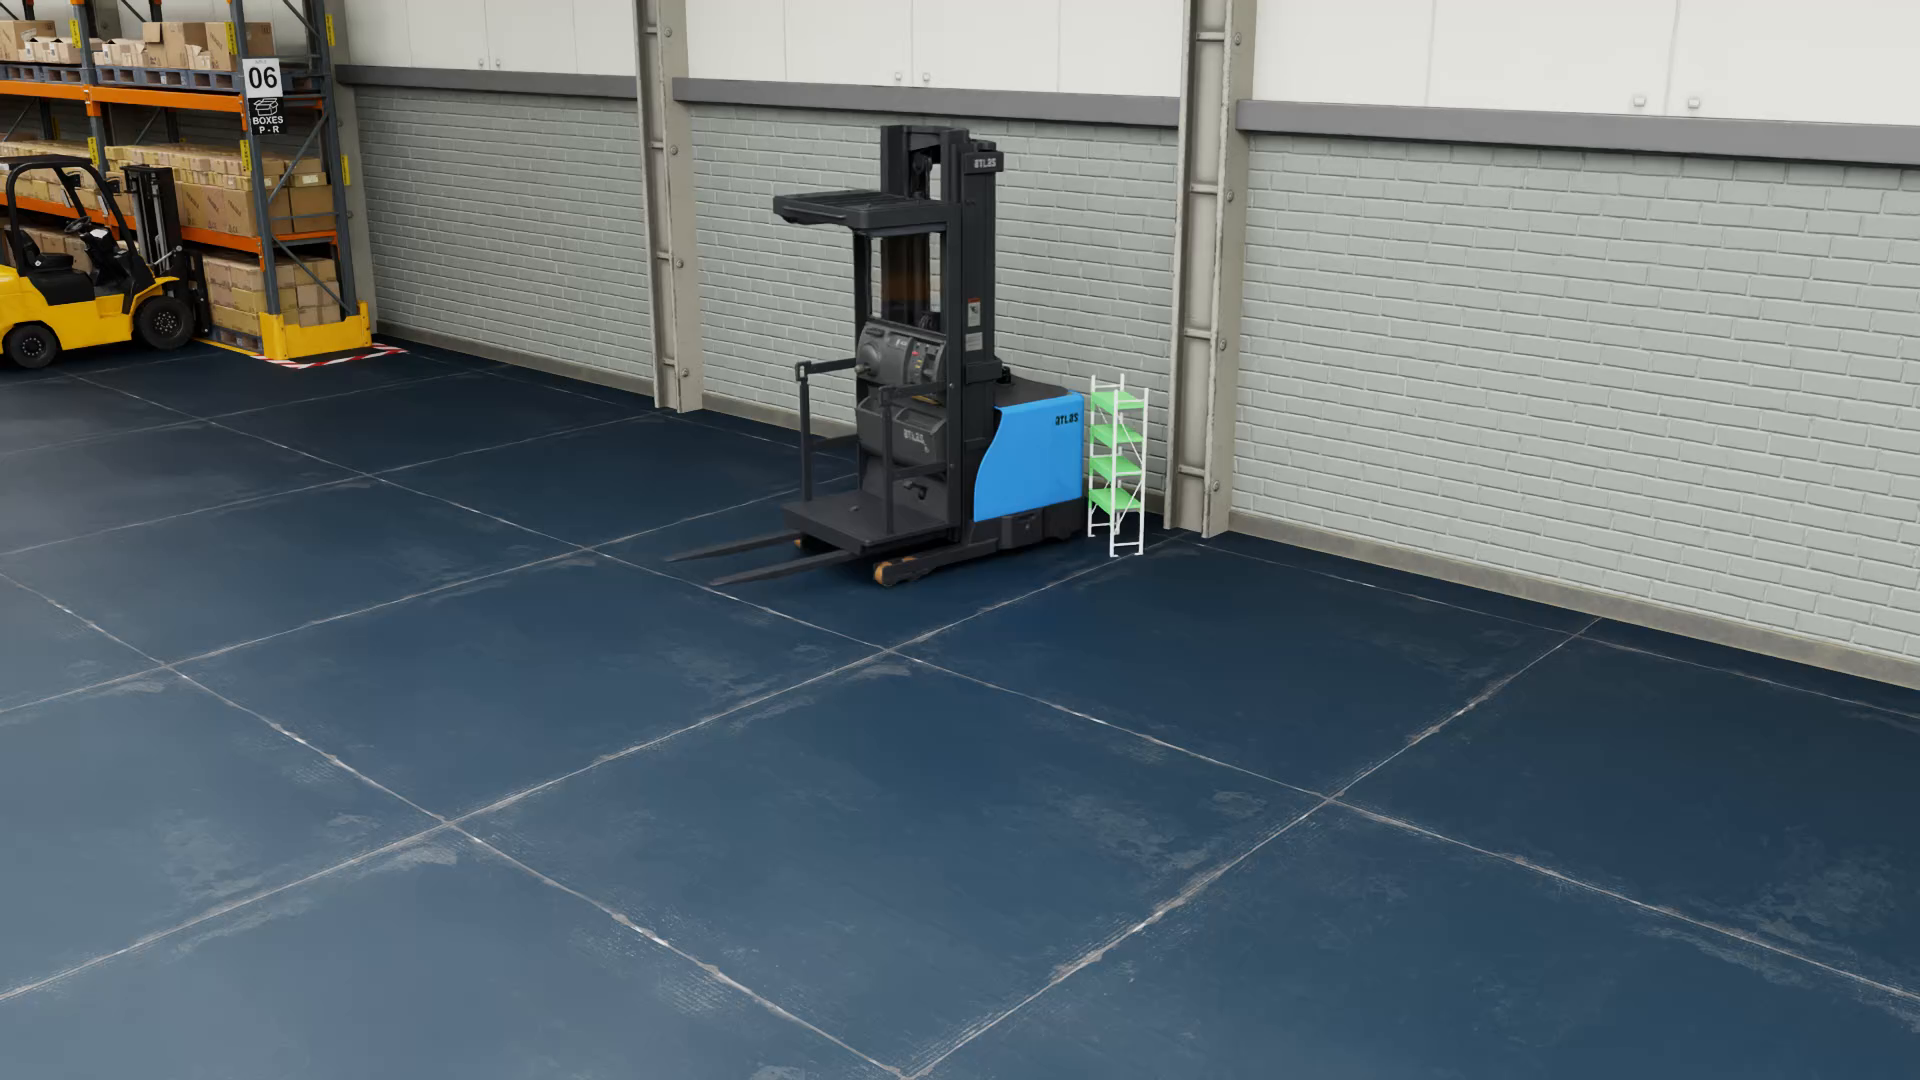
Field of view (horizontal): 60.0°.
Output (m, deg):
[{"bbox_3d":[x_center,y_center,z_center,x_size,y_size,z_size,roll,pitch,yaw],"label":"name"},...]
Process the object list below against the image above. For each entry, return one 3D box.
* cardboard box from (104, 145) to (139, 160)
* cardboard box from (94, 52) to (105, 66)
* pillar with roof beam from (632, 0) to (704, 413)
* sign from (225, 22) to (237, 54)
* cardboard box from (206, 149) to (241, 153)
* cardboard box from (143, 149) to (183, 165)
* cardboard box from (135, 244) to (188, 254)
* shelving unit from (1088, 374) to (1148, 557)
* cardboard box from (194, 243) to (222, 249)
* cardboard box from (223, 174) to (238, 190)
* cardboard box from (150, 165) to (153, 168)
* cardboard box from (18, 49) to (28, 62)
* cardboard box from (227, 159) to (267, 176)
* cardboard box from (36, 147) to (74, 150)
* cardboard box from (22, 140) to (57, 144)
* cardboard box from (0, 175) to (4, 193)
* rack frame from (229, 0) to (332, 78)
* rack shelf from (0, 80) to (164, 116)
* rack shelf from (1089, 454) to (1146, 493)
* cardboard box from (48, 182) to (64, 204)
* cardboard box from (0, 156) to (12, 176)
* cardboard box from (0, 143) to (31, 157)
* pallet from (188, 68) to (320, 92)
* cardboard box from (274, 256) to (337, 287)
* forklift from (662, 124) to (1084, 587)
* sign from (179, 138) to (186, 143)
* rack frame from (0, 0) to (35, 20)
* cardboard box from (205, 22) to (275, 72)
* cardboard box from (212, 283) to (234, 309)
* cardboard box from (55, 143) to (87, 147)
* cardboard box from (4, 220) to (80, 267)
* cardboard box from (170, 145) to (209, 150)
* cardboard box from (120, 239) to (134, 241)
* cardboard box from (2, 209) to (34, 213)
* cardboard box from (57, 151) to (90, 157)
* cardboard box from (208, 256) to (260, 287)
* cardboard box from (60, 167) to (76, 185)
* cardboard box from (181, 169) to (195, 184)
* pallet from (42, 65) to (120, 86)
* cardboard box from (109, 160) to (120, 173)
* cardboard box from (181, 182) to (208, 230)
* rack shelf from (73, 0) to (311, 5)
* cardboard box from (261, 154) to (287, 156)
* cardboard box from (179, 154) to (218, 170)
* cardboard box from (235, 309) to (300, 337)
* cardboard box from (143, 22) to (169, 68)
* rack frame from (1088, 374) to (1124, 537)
[{"bbox_3d":[-10.241,-4.752,20.398,0.250,0.149,0.380,16,23,40],"label":"cardboard box"},{"bbox_3d":[-10.148,-5.784,19.974,0.250,0.149,0.380,16,23,40],"label":"cardboard box"},{"bbox_3d":[-5.583,-4.606,11.749,0.400,9.000,9.100,15,23,39],"label":"pillar with roof beam"},{"bbox_3d":[-7.661,-5.276,17.485,0.005,0.325,0.100,15,23,39],"label":"sign"},{"bbox_3d":[-8.738,-4.565,19.808,0.250,0.149,0.380,16,24,41],"label":"cardboard box"},{"bbox_3d":[-9.452,-4.550,19.760,0.250,0.149,0.380,15,23,38],"label":"cardboard box"},{"bbox_3d":[-9.753,-3.478,20.310,0.500,0.250,0.500,15,23,39],"label":"cardboard box"},{"bbox_3d":[1.116,-0.536,11.817,0.258,1.200,0.503,-4,18,-14],"label":"shelving unit"},{"bbox_3d":[-9.028,-3.493,20.357,0.500,0.250,0.500,15,23,40],"label":"cardboard box"},{"bbox_3d":[-7.947,-3.989,18.485,0.250,0.149,0.380,16,23,40],"label":"cardboard box"},{"bbox_3d":[-9.480,-4.401,19.783,0.250,0.149,0.380,15,23,39],"label":"cardboard box"},{"bbox_3d":[-11.883,-6.249,21.442,0.250,0.149,0.380,15,23,39],"label":"cardboard box"},{"bbox_3d":[-7.904,-4.147,18.490,0.250,0.149,0.380,15,23,39],"label":"cardboard box"},{"bbox_3d":[-12.000,-5.127,22.070,0.250,0.149,0.380,15,23,39],"label":"cardboard box"},{"bbox_3d":[-12.897,-5.525,23.325,0.250,0.149,0.380,16,24,41],"label":"cardboard box"},{"bbox_3d":[-13.105,-4.972,23.067,0.500,0.250,0.500,15,23,39],"label":"cardboard box"},{"bbox_3d":[-7.291,-6.441,17.531,0.127,3.000,1.000,15,23,39],"label":"rack frame"},{"bbox_3d":[-11.778,-5.873,21.889,4.000,0.370,1.077,15,23,39],"label":"rack shelf"},{"bbox_3d":[1.116,-0.475,11.836,0.258,0.148,0.480,-4,18,-14],"label":"rack shelf"},{"bbox_3d":[-11.564,-4.562,21.774,0.500,0.250,0.500,15,23,40],"label":"cardboard box"},{"bbox_3d":[-12.731,-5.109,22.674,0.500,0.250,0.500,16,24,41],"label":"cardboard box"},{"bbox_3d":[-12.822,-5.315,22.662,0.250,0.149,0.380,16,24,41],"label":"cardboard box"},{"bbox_3d":[-7.802,-5.117,18.464,1.213,0.211,1.003,15,23,39],"label":"pallet"},{"bbox_3d":[-7.525,-3.087,19.078,0.500,0.250,0.500,15,23,38],"label":"cardboard box"},{"bbox_3d":[-0.570,-1.262,11.242,3.031,2.935,1.130,-13,22,-36],"label":"forklift"},{"bbox_3d":[-9.915,-4.961,21.223,0.005,0.325,0.100,15,23,39],"label":"sign"},{"bbox_3d":[-13.274,-8.047,22.592,0.127,3.000,1.000,15,23,39],"label":"rack frame"},{"bbox_3d":[-7.784,-5.340,17.997,0.500,0.500,0.500,16,24,41],"label":"cardboard box"},{"bbox_3d":[-8.230,-2.840,19.125,0.500,0.250,0.500,15,23,39],"label":"cardboard box"},{"bbox_3d":[-12.100,-5.329,22.705,0.250,0.149,0.380,15,23,39],"label":"cardboard box"},{"bbox_3d":[-12.817,-4.128,23.391,0.625,0.625,0.875,16,24,41],"label":"cardboard box"},{"bbox_3d":[-9.476,-4.778,20.478,0.250,0.149,0.380,15,23,39],"label":"cardboard box"},{"bbox_3d":[-10.680,-3.555,21.587,0.625,0.625,0.875,16,24,42],"label":"cardboard box"},{"bbox_3d":[-14.019,-4.848,24.794,0.250,0.149,0.380,14,22,37],"label":"cardboard box"},{"bbox_3d":[-11.323,-4.891,21.328,0.250,0.149,0.380,14,22,38],"label":"cardboard box"},{"bbox_3d":[-8.228,-3.071,19.027,0.500,0.250,0.500,16,23,40],"label":"cardboard box"},{"bbox_3d":[-11.209,-4.694,21.365,0.500,0.250,0.500,14,23,38],"label":"cardboard box"},{"bbox_3d":[-8.712,-4.197,19.139,0.250,0.149,0.380,15,23,40],"label":"cardboard box"},{"bbox_3d":[-10.951,-5.897,21.093,1.217,0.209,0.805,14,22,37],"label":"pallet"},{"bbox_3d":[-10.219,-4.618,20.467,0.250,0.149,0.380,15,23,38],"label":"cardboard box"},{"bbox_3d":[-8.599,-3.878,19.206,0.500,0.500,0.500,14,23,38],"label":"cardboard box"},{"bbox_3d":[-8.787,-6.309,18.965,4.000,0.370,1.077,15,23,39],"label":"rack shelf"},{"bbox_3d":[-7.956,-4.359,19.159,0.250,0.149,0.380,15,23,40],"label":"cardboard box"},{"bbox_3d":[-8.720,-4.338,19.092,0.250,0.149,0.380,16,23,40],"label":"cardboard box"},{"bbox_3d":[-7.852,-2.494,18.863,0.500,0.250,0.500,15,23,40],"label":"cardboard box"},{"bbox_3d":[-8.895,-5.696,19.113,0.637,0.503,0.797,16,24,41],"label":"cardboard box"},{"bbox_3d":[1.056,-0.607,12.042,0.240,1.200,0.015,-4,18,-14],"label":"rack frame"}]
